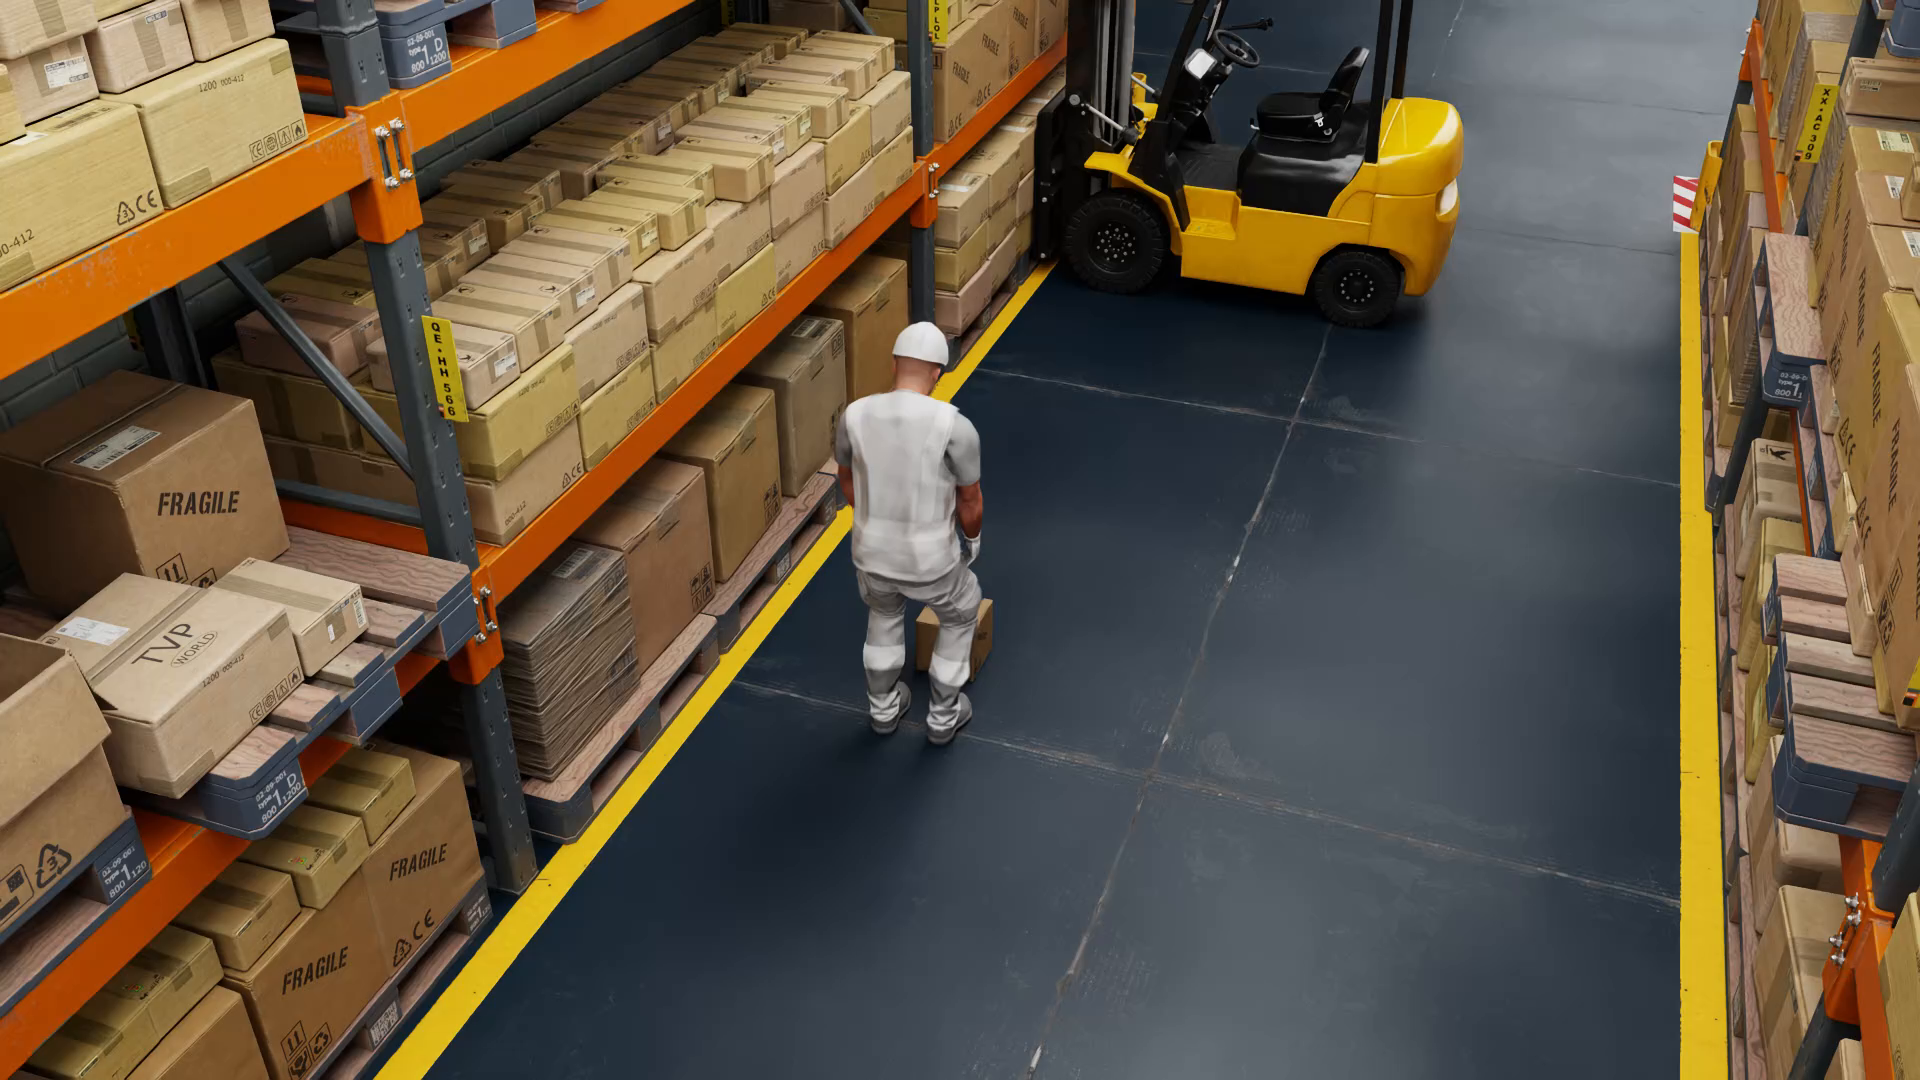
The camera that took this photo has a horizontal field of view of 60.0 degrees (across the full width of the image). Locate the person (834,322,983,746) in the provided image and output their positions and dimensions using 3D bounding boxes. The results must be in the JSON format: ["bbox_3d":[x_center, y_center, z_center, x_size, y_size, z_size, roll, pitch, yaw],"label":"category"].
[{"bbox_3d":[-0.186,0.004,6.226,0.560,1.665,0.558,12,35,18],"label":"person"}]
